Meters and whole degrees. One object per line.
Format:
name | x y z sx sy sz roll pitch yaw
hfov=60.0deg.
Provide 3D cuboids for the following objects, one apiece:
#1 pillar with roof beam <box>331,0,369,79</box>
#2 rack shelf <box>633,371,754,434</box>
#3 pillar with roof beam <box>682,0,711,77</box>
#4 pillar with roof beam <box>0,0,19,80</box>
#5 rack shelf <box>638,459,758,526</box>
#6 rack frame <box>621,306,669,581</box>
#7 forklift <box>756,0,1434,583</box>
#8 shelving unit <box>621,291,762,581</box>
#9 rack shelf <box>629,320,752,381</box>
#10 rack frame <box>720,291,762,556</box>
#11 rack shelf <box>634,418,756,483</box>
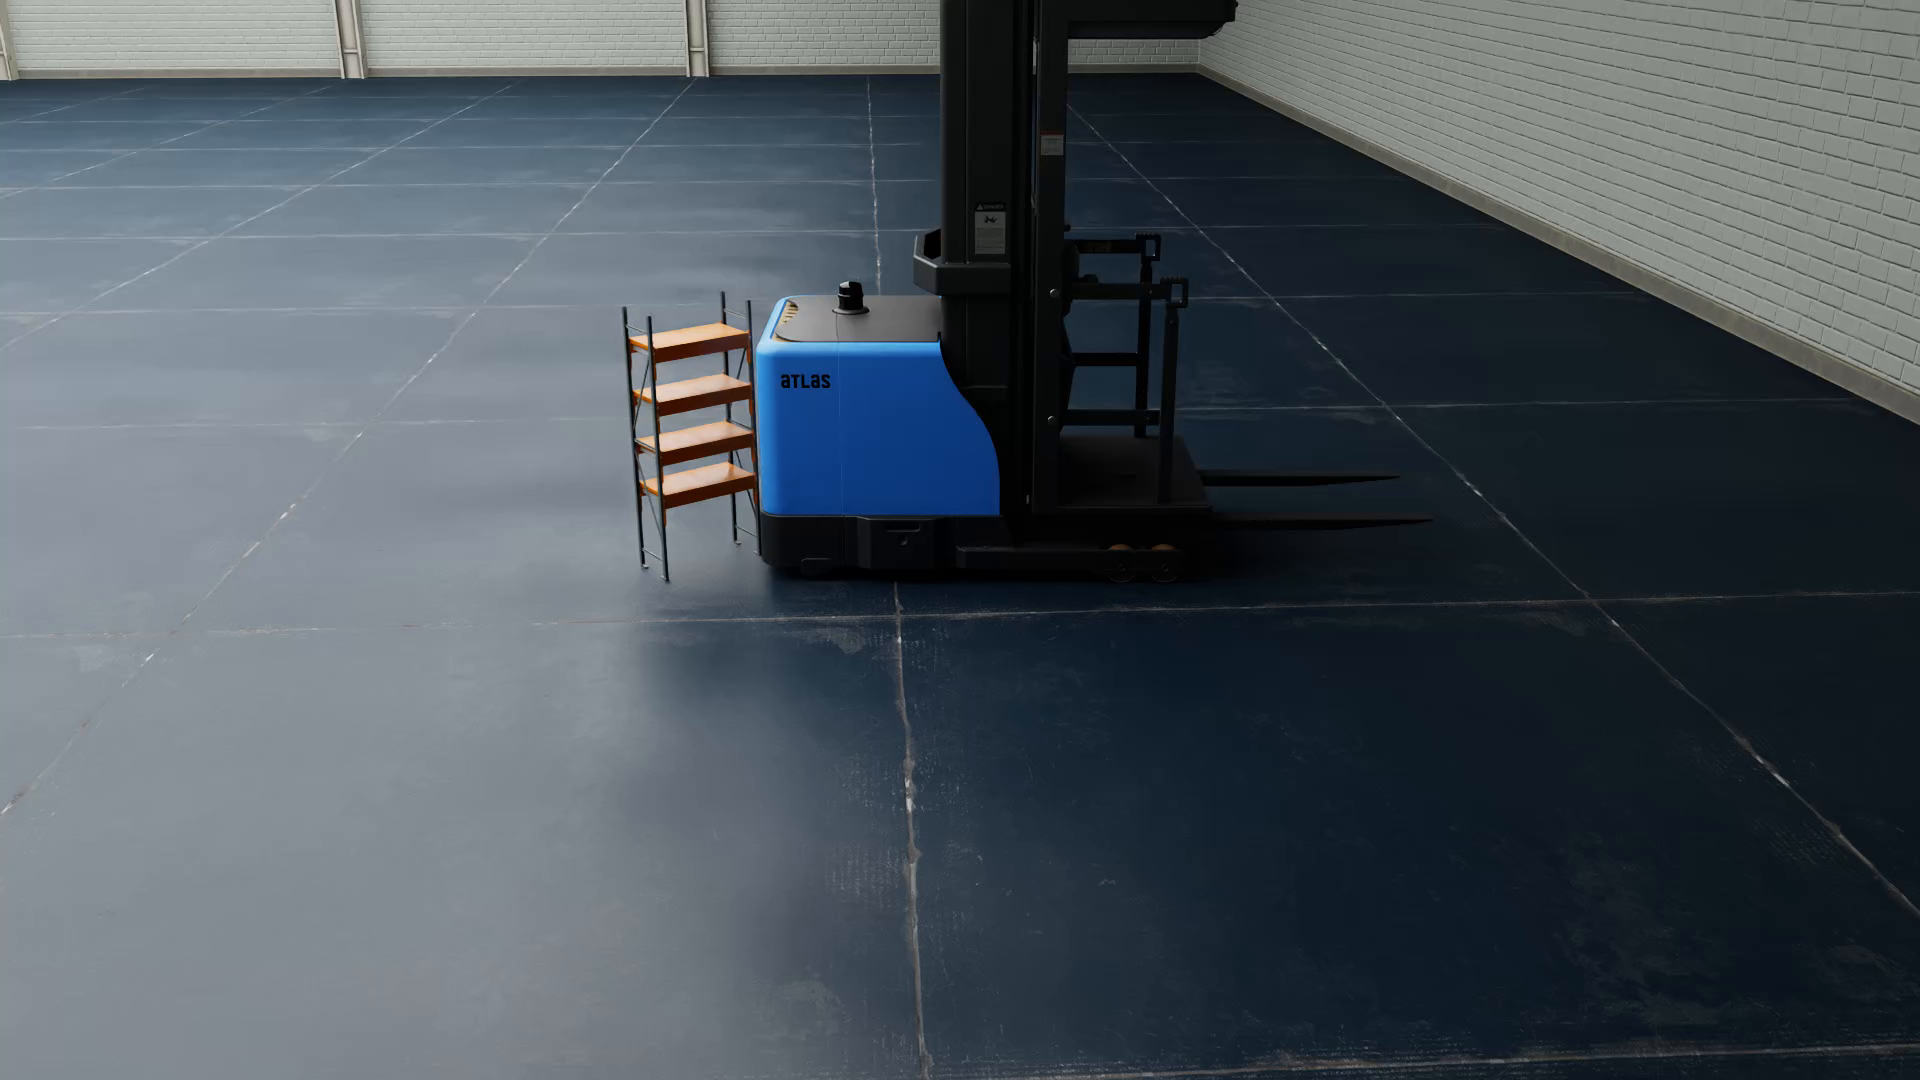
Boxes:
pillar with roof beam | -10.391 -10.810 23.636 0.400 9.000 9.100 -1 21 -3
rack shelf | -1.188 -0.614 7.376 0.480 0.148 0.258 -16 26 -35
pillar with roof beam | -4.401 -10.932 23.956 0.400 9.000 9.100 -1 21 -3
pillar with roof beam | -16.381 -10.689 23.316 0.400 9.000 9.100 -1 21 -3
rack shelf | -1.188 -0.219 7.526 0.480 0.148 0.258 -16 26 -35
rack frame | -1.379 -0.414 7.290 0.015 1.200 0.240 -16 26 -35
forklift | 0.625 -1.371 7.370 3.031 2.935 1.130 0 21 0
shelving unit | -1.188 -0.468 7.431 0.503 1.200 0.258 -16 26 -35
rack shelf | -1.188 -0.835 7.291 0.480 0.148 0.258 -16 26 -35
rack frame | -0.996 -0.522 7.573 0.015 1.200 0.240 -16 26 -35
rack shelf | -1.188 -0.405 7.455 0.480 0.148 0.258 -16 26 -35
